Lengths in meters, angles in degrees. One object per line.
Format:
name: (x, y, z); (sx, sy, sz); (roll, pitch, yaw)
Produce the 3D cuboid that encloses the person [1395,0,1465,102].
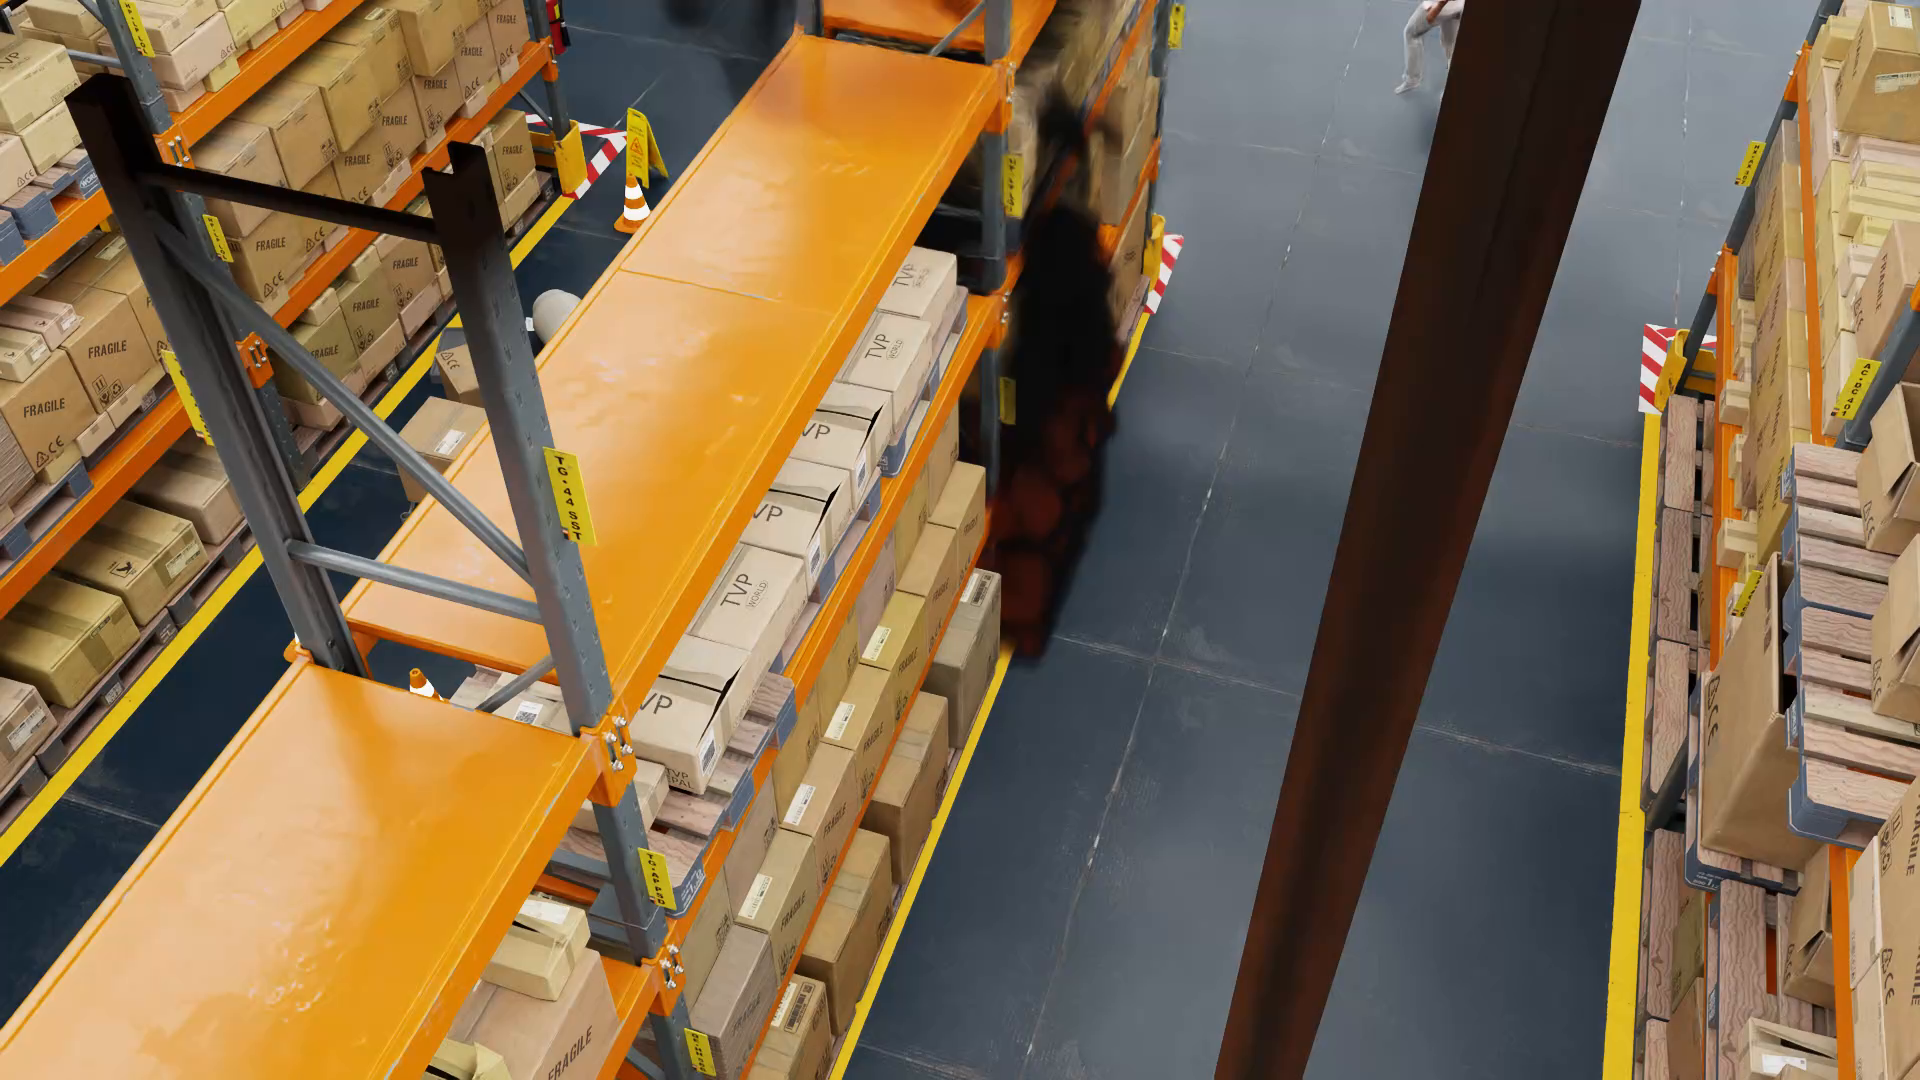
person: (4.191, -4.597, 14.397); (0.669, 1.824, 0.849); (-25, 51, -22)
